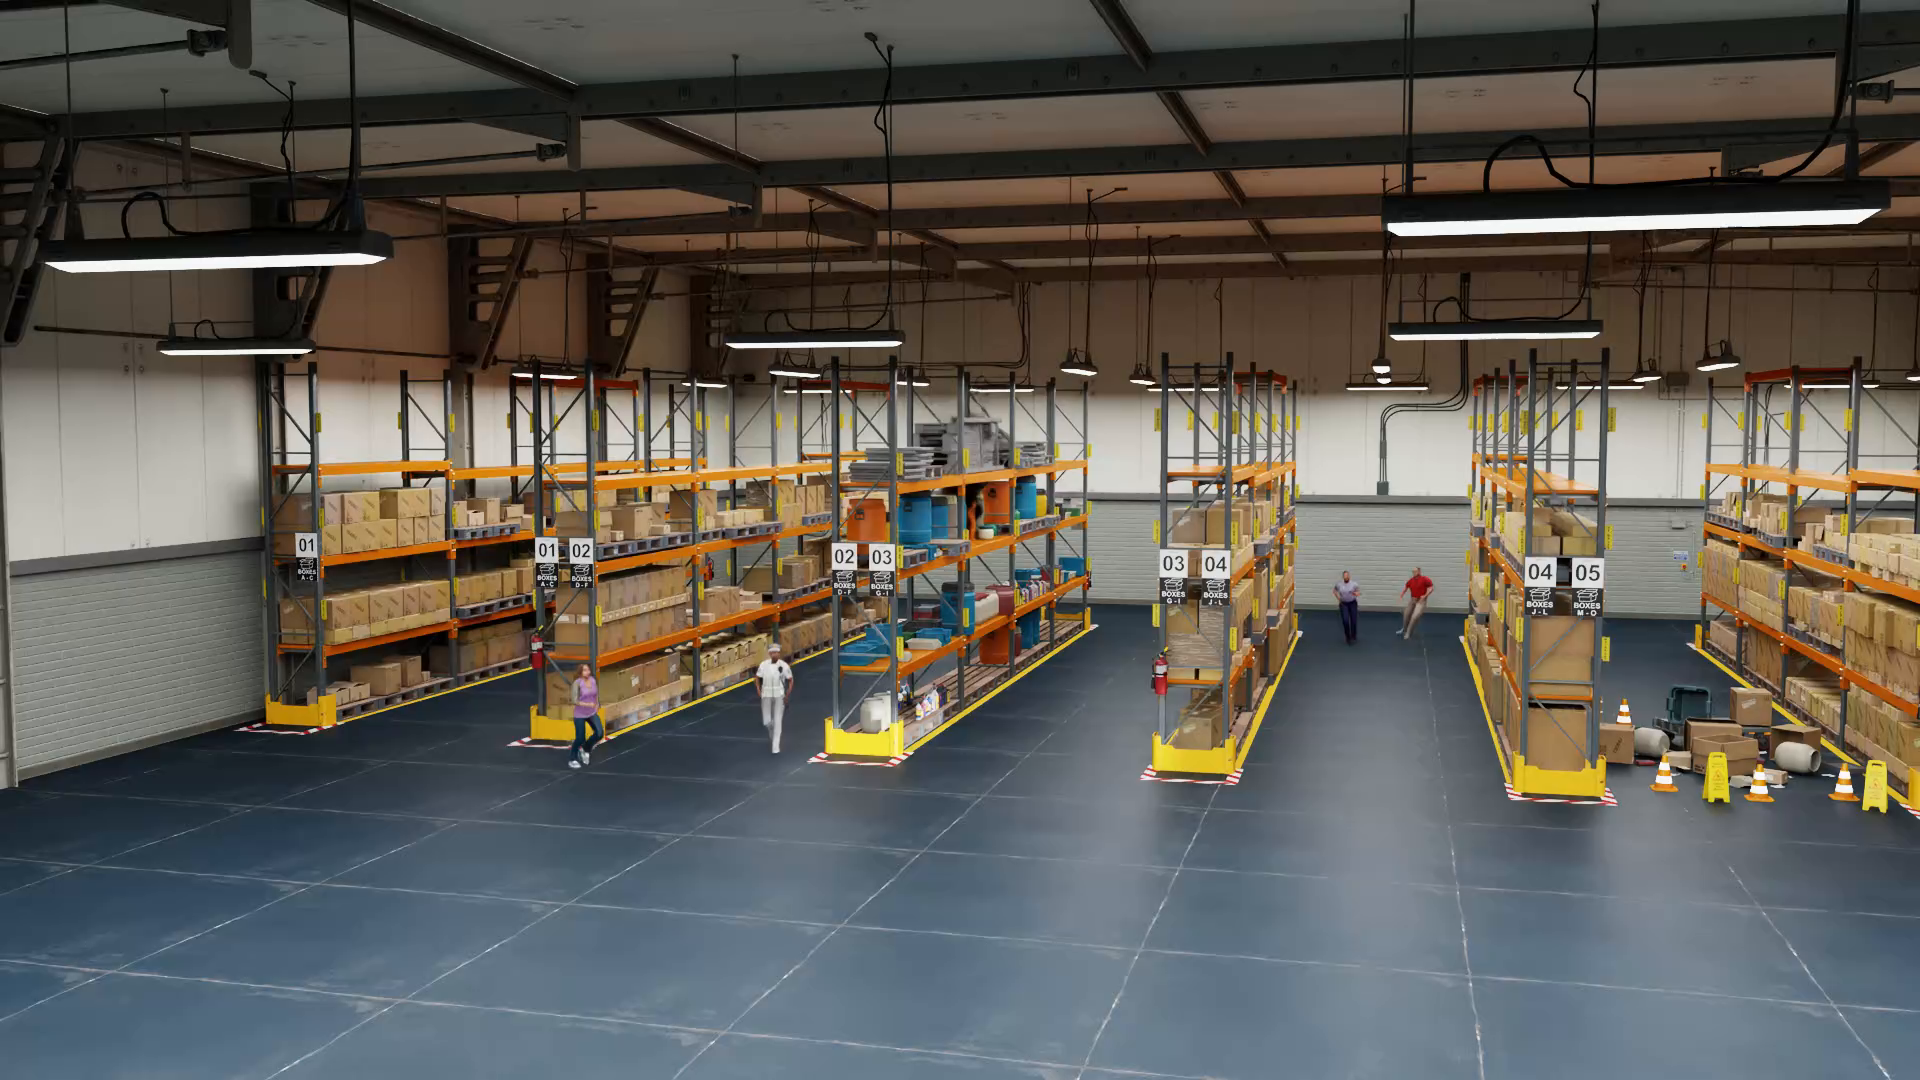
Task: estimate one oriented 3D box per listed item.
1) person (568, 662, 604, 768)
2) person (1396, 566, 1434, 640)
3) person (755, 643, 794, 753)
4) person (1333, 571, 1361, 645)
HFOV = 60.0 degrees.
[{"bbox_3d":[-5.362,2.539,23.934,0.562,1.536,0.739,-4,6,-44],"label":"person"},{"bbox_3d":[10.512,1.446,38.682,0.947,1.681,0.778,4,6,44],"label":"person"},{"bbox_3d":[-2.845,2.400,25.386,0.607,1.666,0.485,0,4,2],"label":"person"},{"bbox_3d":[8.796,1.550,37.768,0.603,1.706,0.718,0,4,6],"label":"person"}]
